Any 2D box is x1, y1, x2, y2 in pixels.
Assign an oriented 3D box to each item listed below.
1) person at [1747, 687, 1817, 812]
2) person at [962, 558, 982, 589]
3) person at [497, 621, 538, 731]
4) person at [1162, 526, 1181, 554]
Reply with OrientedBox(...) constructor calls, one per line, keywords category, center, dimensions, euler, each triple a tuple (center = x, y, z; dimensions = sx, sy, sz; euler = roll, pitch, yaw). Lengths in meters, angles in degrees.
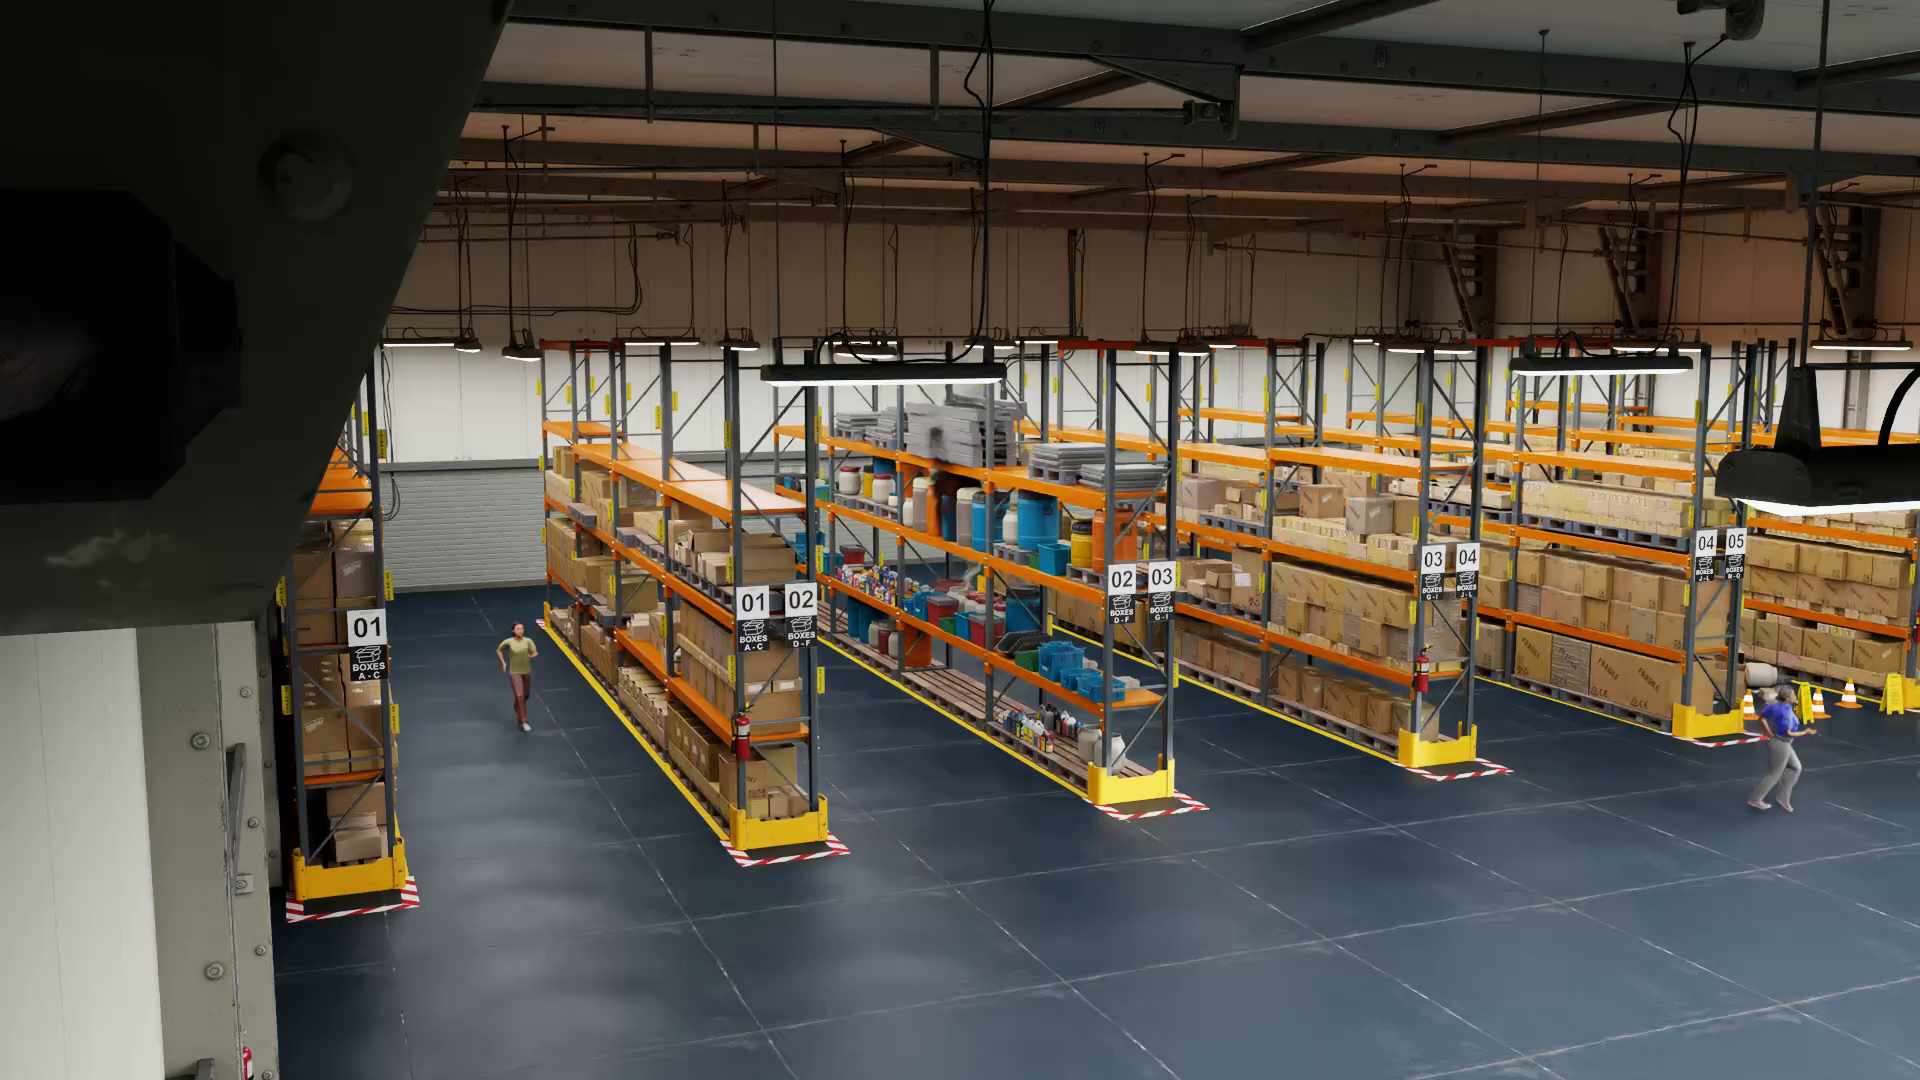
OrientedBox(category="person", center=(10.659, 2.729, 21.560), dimensions=(0.765, 1.695, 0.523), euler=(2, 8, 16))
OrientedBox(category="person", center=(0.286, 0.310, 39.731), dimensions=(0.574, 1.716, 0.704), euler=(-2, 8, -13))
OrientedBox(category="person", center=(-6.905, 2.093, 26.090), dimensions=(0.574, 1.655, 0.969), euler=(-5, 9, -34))
OrientedBox(category="person", center=(4.706, 0.535, 37.903), dimensions=(0.630, 1.824, 0.735), euler=(-2, 8, -15))
